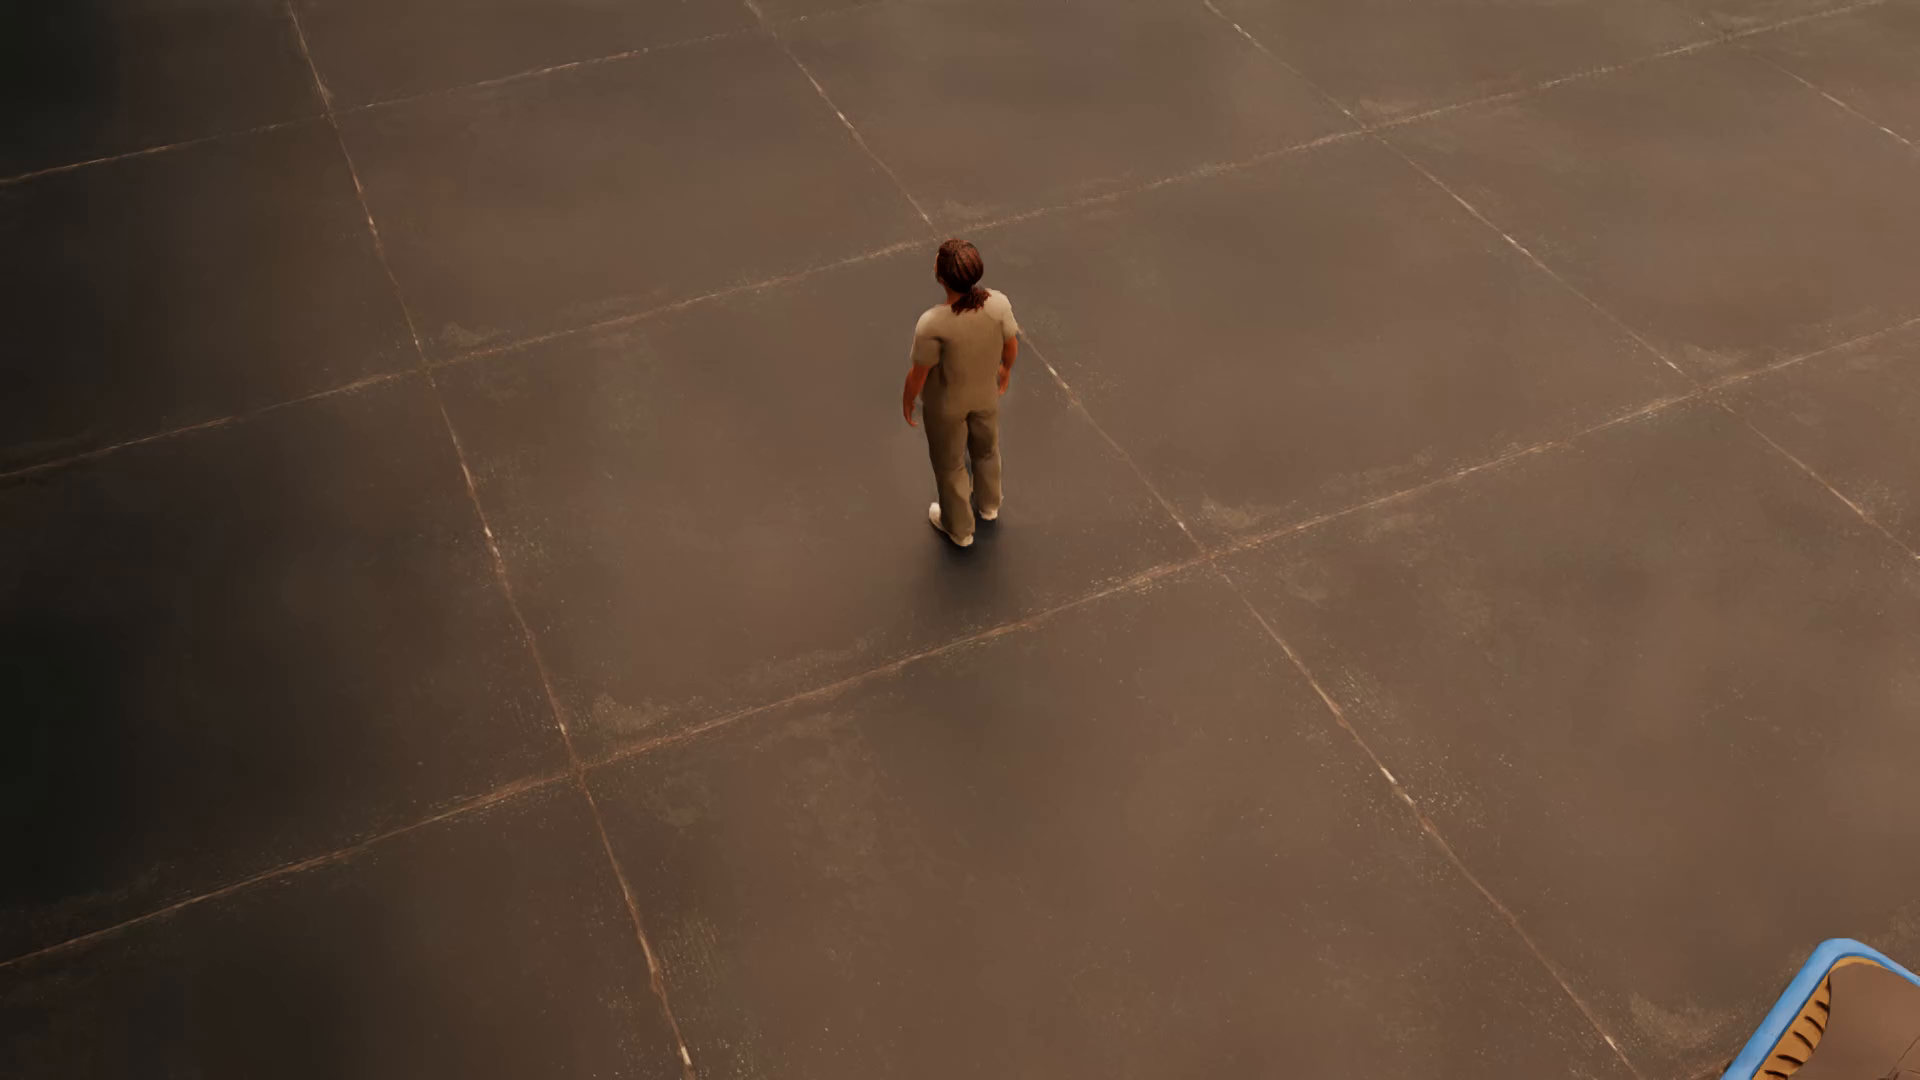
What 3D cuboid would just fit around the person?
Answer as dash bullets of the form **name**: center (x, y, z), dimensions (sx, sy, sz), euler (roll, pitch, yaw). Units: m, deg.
- **person**: center (-0.019, -0.667, 7.305), dimensions (0.550, 1.674, 0.548), euler (-18, 46, -18)
